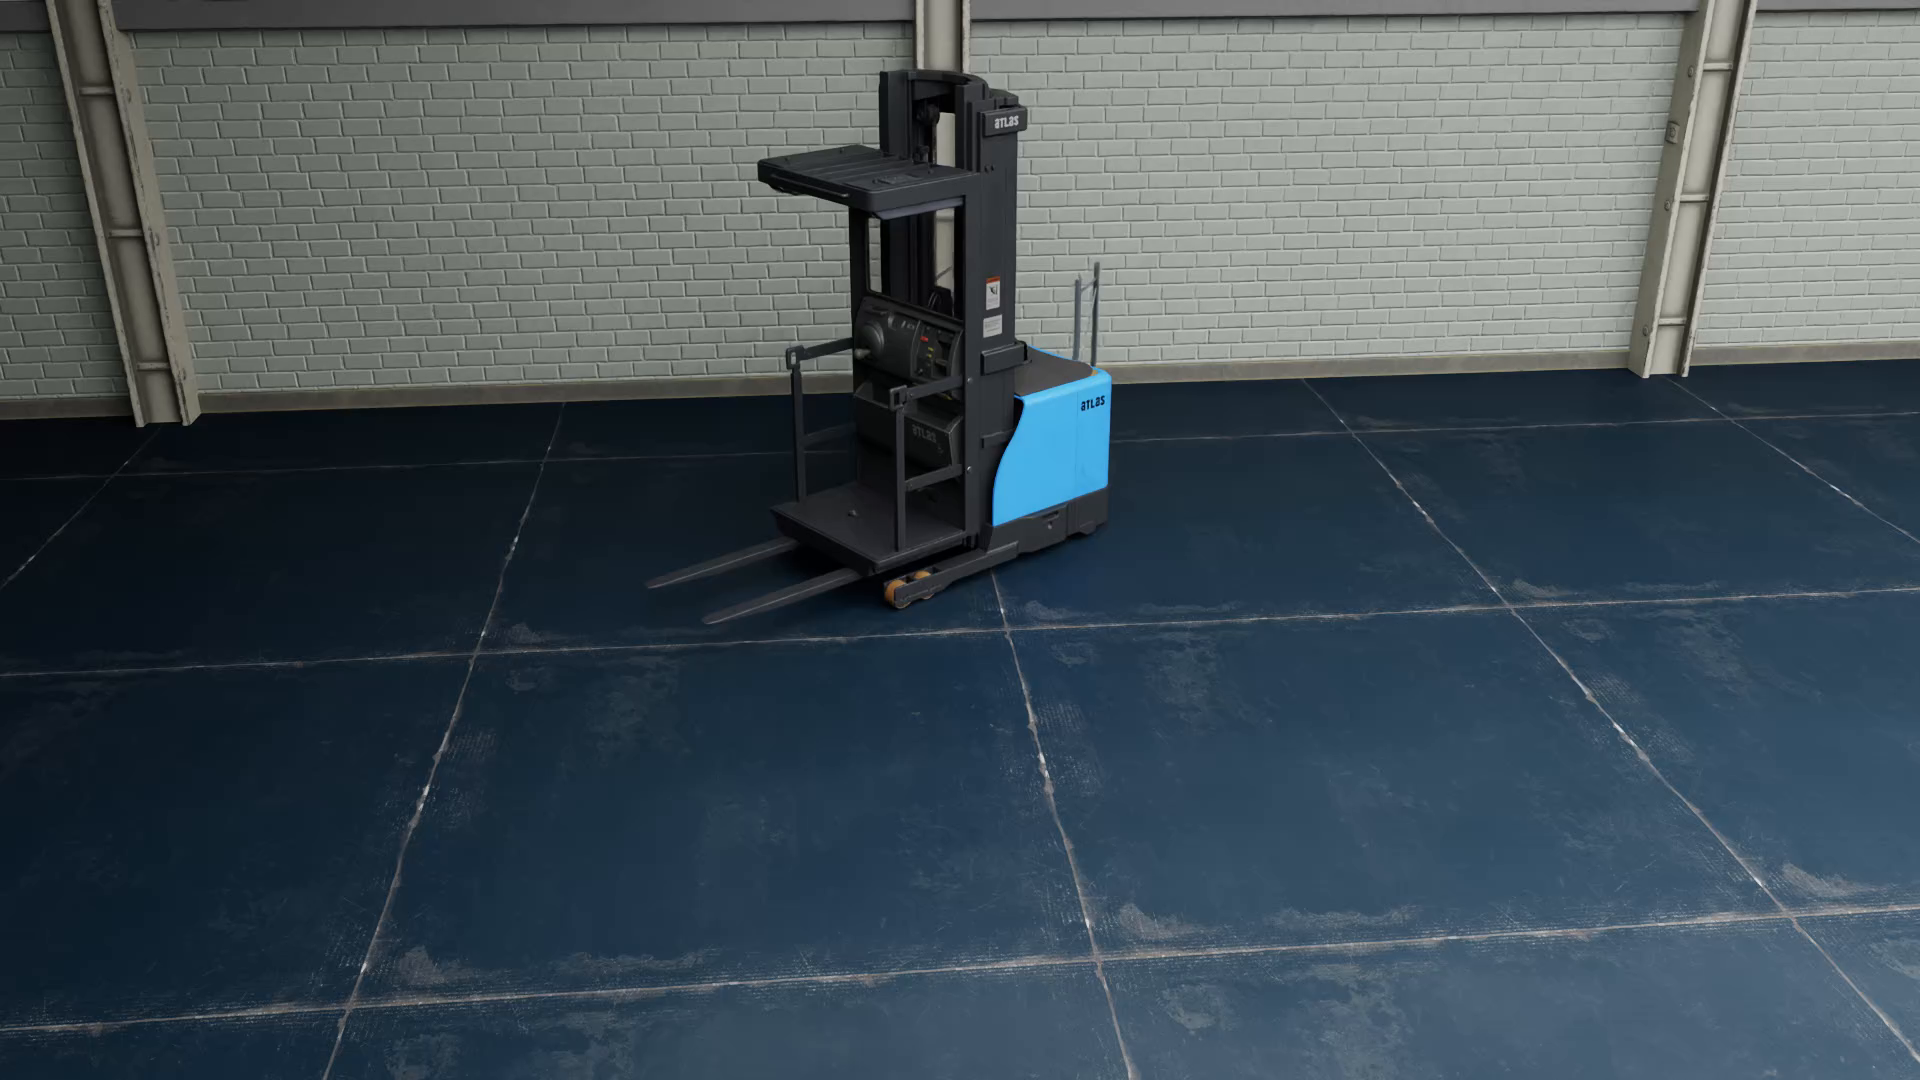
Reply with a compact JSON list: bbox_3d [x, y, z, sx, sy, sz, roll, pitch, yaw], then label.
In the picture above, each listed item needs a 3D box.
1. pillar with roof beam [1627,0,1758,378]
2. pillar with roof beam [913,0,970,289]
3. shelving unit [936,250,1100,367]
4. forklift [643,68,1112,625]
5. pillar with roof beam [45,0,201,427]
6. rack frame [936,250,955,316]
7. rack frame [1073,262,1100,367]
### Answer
[{"bbox_3d":[6.257,-3.784,8.183,0.400,9.000,9.100,-2,24,-5],"label":"pillar with roof beam"},{"bbox_3d":[0.286,-3.544,7.644,0.400,9.000,9.100,-2,24,-5],"label":"pillar with roof beam"},{"bbox_3d":[0.376,-1.182,11.562,1.048,1.500,0.538,8,25,18],"label":"shelving unit"},{"bbox_3d":[-0.472,-1.174,9.783,3.031,2.935,1.130,-19,30,-37],"label":"forklift"},{"bbox_3d":[-5.685,-3.305,7.105,0.400,9.000,9.100,-2,24,-5],"label":"pillar with roof beam"},{"bbox_3d":[-0.103,-1.252,11.720,0.032,1.500,0.500,8,25,18],"label":"rack frame"},{"bbox_3d":[0.854,-1.112,11.405,0.032,1.500,0.500,8,25,18],"label":"rack frame"}]
